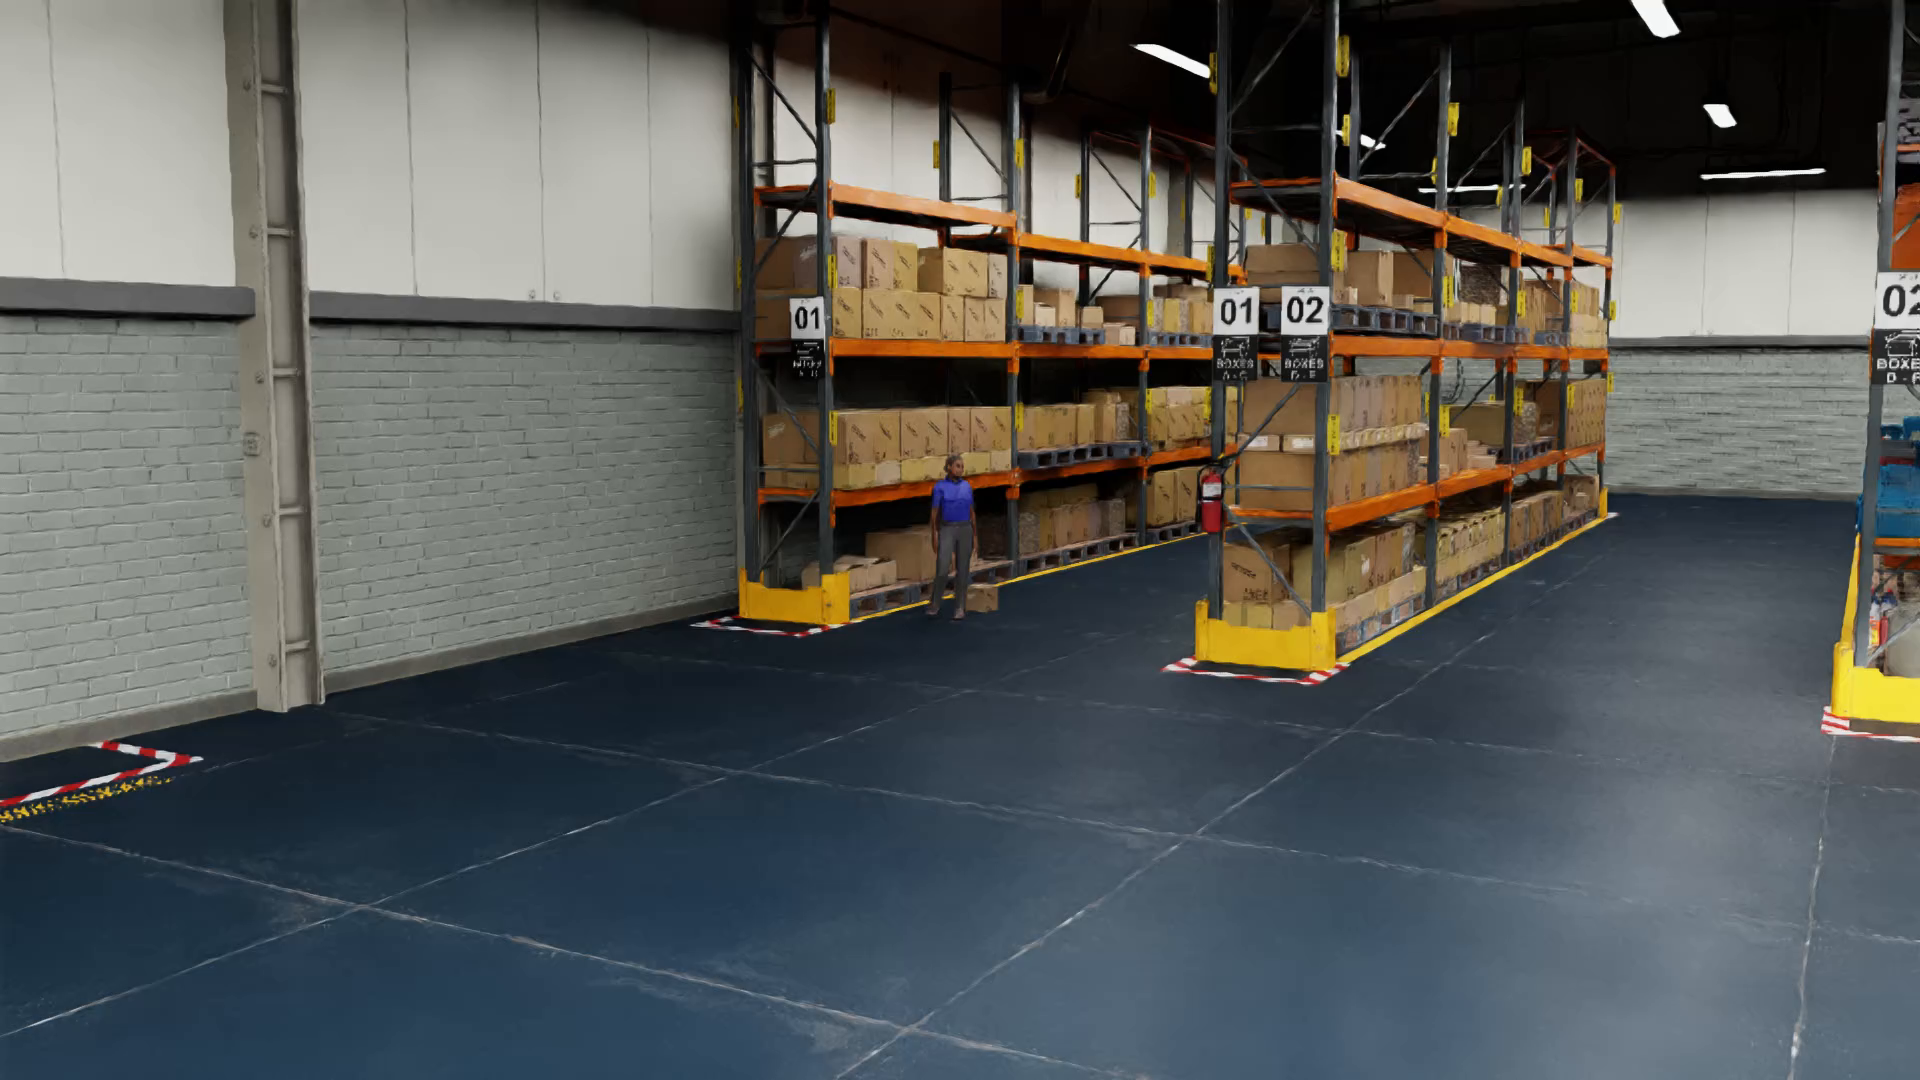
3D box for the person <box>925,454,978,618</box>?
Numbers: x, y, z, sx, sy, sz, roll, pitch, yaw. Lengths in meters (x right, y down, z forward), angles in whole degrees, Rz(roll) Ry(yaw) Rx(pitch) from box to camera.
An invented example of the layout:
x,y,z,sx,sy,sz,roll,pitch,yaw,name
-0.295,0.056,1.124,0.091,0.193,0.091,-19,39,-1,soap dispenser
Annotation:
x,y,z,sx,sy,sz,roll,pitch,yaw,name
-0.095,-0.036,16.693,0.554,1.643,0.353,-2,7,-22,person
